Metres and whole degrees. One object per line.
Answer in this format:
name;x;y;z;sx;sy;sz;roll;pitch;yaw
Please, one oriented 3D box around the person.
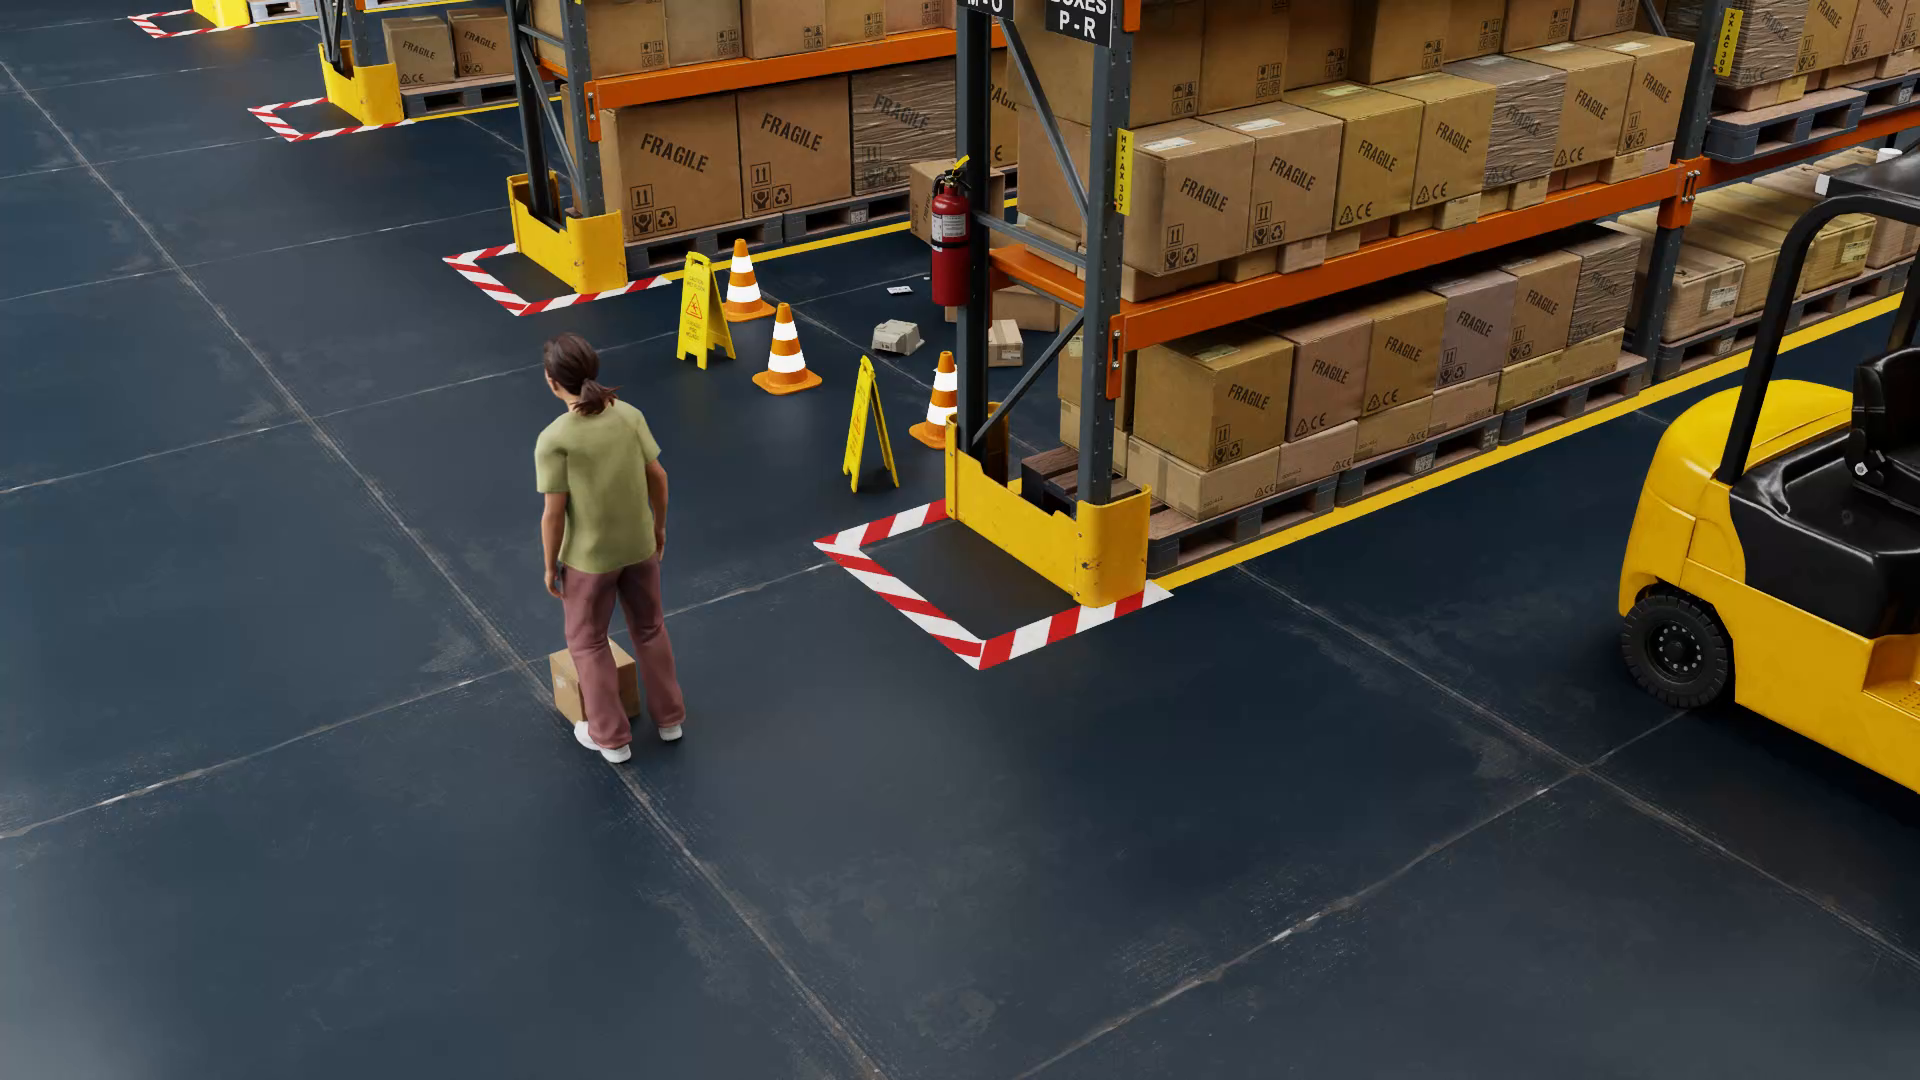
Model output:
person;-1.287;0.043;6.048;0.515;1.671;0.356;-21;35;-33
